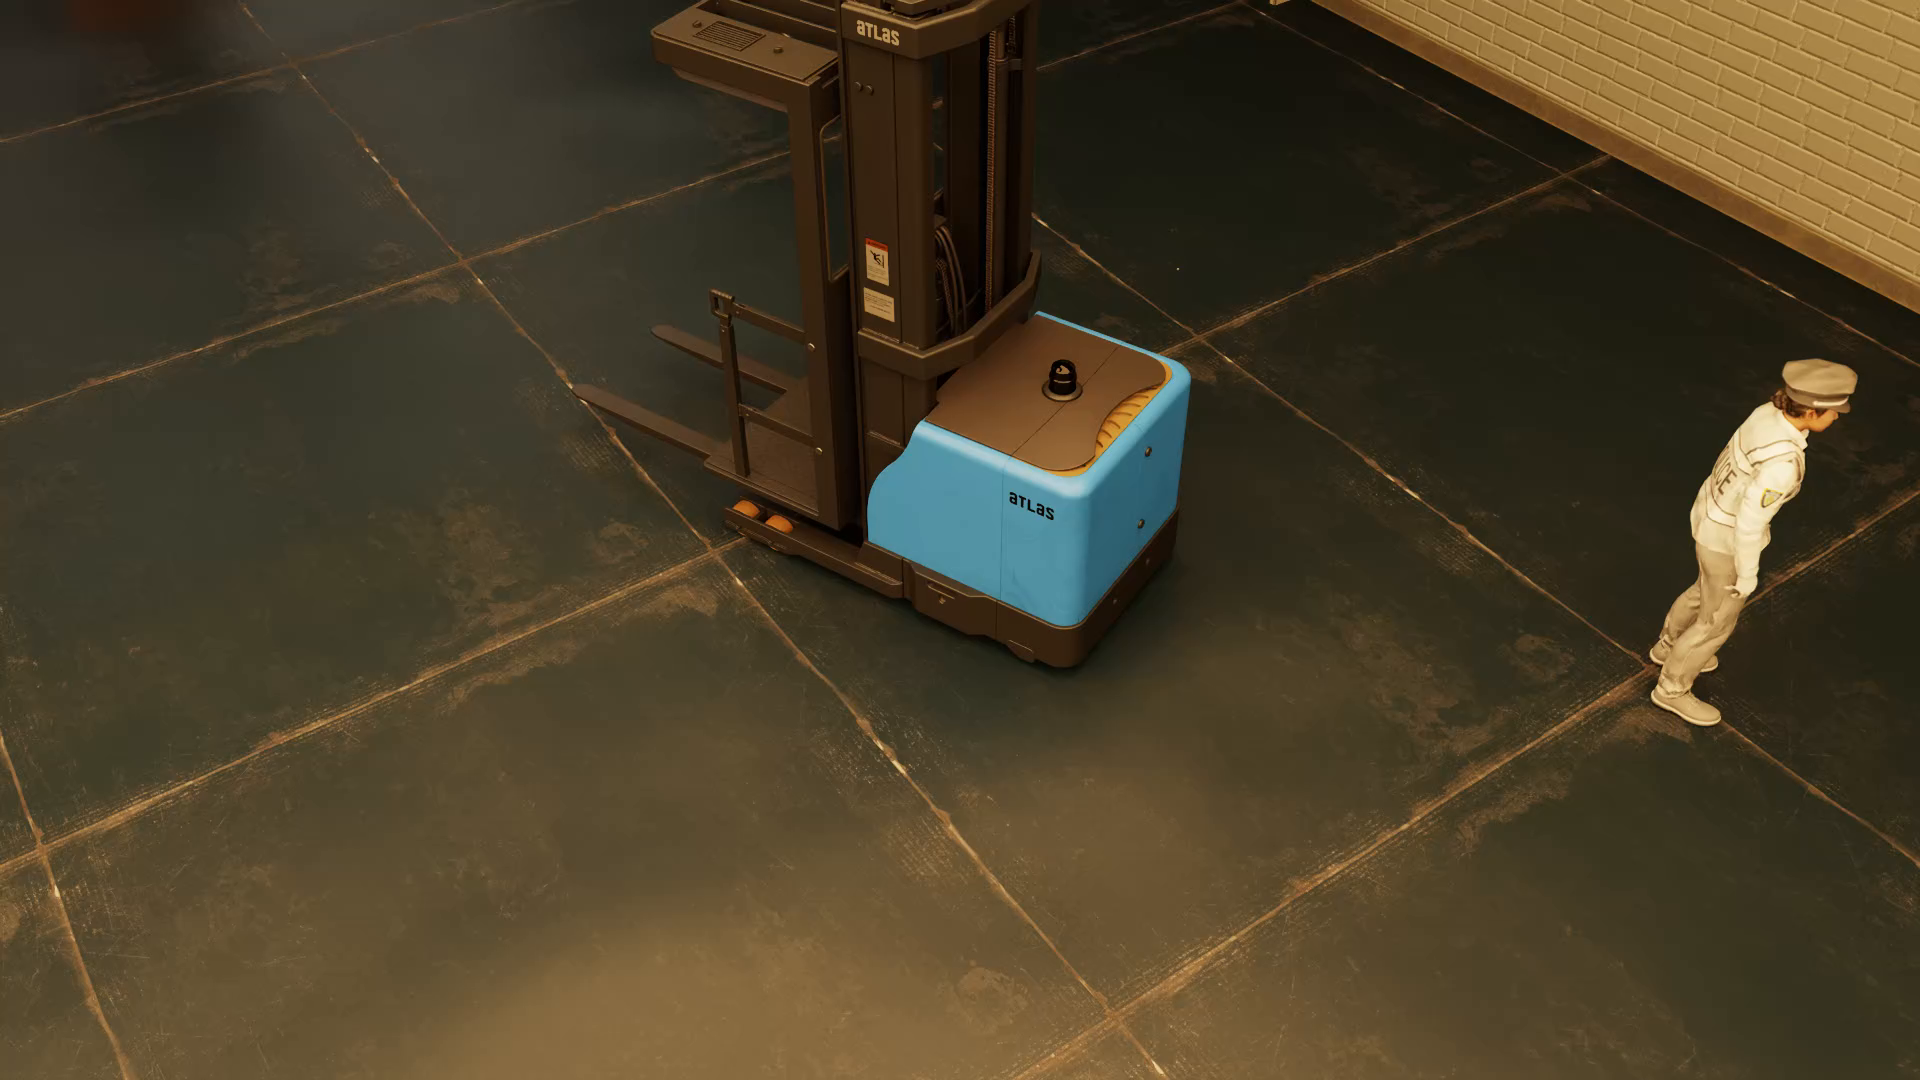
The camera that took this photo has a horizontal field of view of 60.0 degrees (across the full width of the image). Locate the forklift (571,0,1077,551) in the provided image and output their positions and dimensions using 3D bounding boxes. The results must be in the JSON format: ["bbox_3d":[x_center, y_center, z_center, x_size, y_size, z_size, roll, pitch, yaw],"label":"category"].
[{"bbox_3d":[-0.508,-1.305,7.131,3.031,2.935,1.121,24,48,24],"label":"forklift"}]

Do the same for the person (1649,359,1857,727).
[{"bbox_3d":[3.114,-0.008,6.661,0.374,1.664,0.528,12,44,13],"label":"person"}]
